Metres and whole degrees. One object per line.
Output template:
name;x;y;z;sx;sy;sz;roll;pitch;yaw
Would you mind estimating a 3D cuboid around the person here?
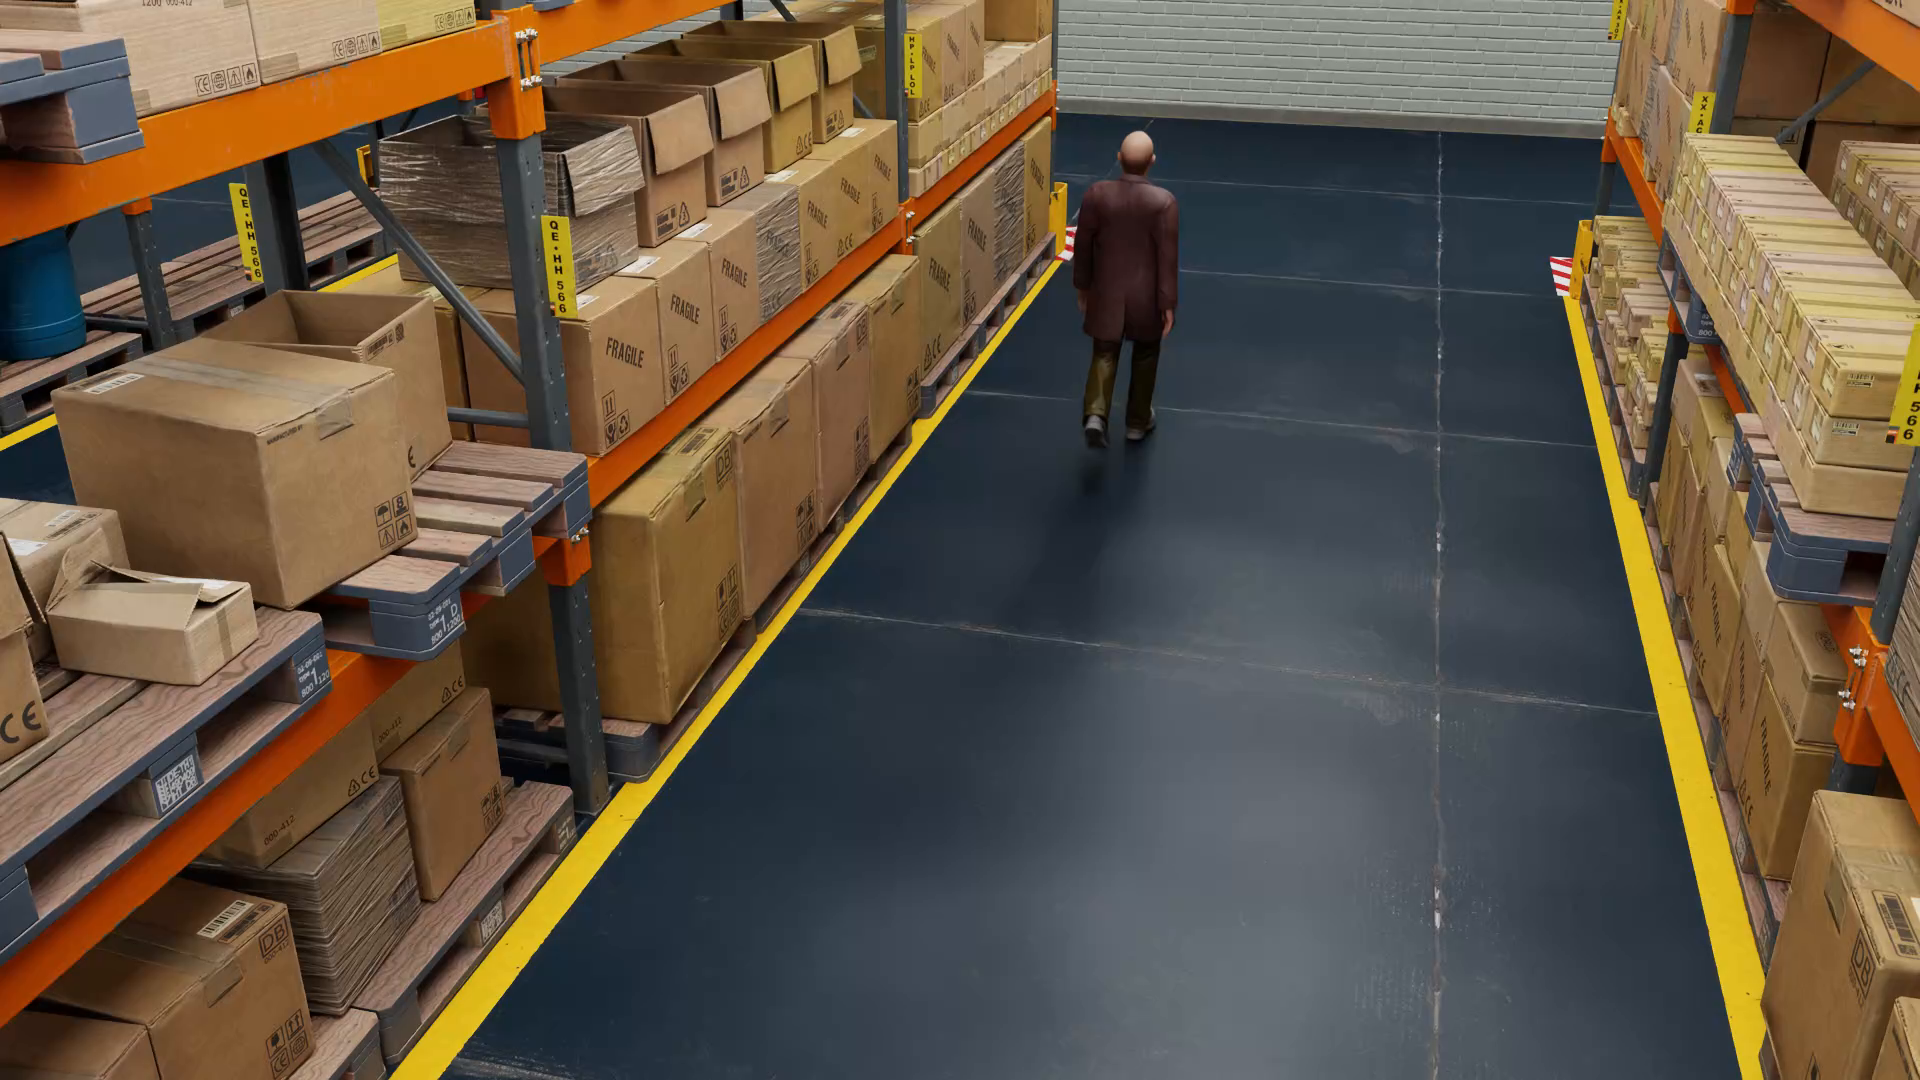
person;0.880;-1.314;8.928;0.604;1.747;0.960;7;26;14
